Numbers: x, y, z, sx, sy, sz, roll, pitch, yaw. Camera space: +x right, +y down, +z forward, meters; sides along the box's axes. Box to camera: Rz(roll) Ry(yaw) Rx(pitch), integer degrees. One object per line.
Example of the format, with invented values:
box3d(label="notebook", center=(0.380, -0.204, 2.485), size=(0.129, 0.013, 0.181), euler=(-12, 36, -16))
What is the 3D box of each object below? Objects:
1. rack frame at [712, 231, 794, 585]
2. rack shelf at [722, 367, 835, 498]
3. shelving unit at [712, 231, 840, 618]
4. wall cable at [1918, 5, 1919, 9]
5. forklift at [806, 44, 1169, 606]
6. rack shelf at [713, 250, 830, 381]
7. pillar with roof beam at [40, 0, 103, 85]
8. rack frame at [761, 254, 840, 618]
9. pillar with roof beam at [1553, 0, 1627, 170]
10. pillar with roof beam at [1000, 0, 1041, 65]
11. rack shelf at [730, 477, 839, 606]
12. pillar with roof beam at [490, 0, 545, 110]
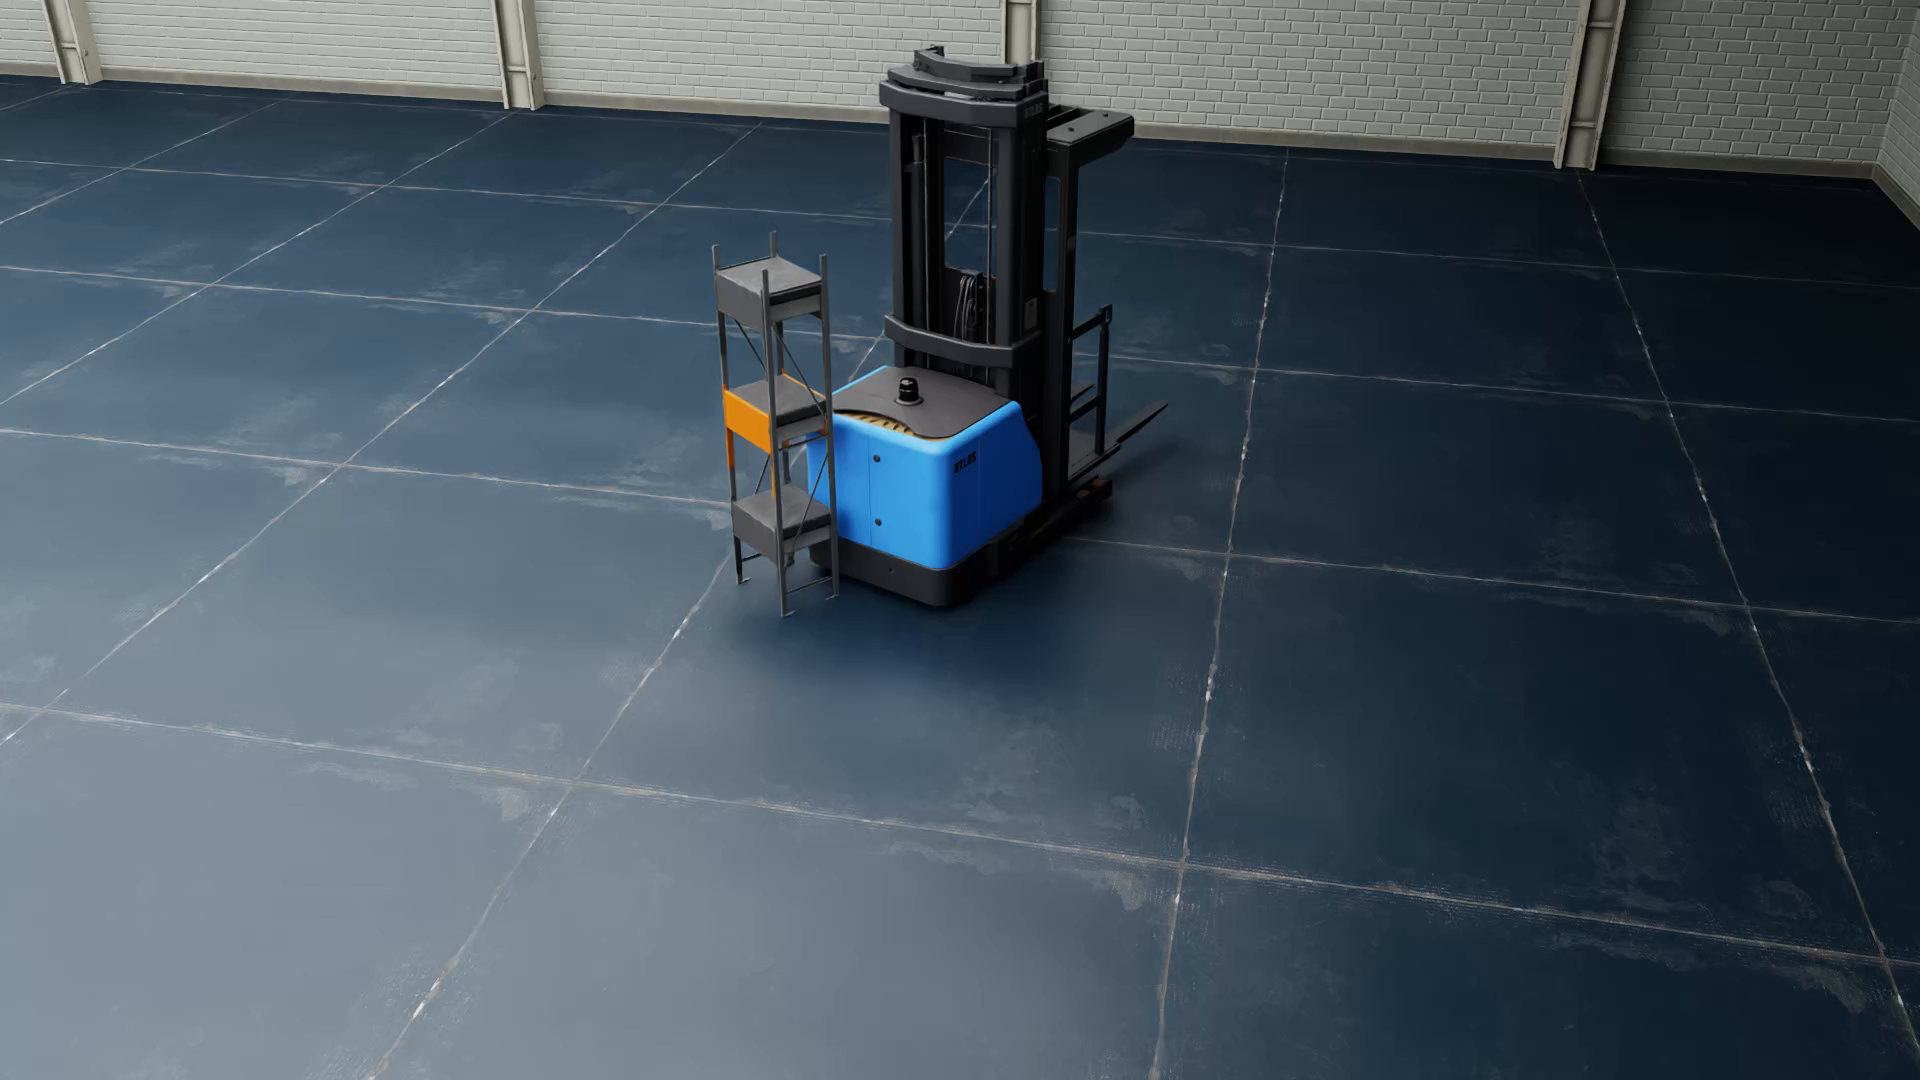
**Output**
box3d(label="rack frame", center=(-1.171, -0.715, 9.531), size=(0.400, 2.100, 0.015), euler=(-21, 35, -33))
box3d(label="rack shelf", center=(-1.020, -0.611, 9.370), size=(0.431, 0.518, 0.480), euler=(-21, 35, -33))
box3d(label="shelving unit", center=(-1.020, -0.623, 9.363), size=(0.431, 2.100, 0.503), euler=(-21, 35, -33))
box3d(label="wall cable", center=(9.138, -5.656, 14.607), size=(0.112, 2.526, 3.097), euler=(6, 29, 11))
box3d(label="forklift", center=(0.339, -1.561, 10.212), size=(1.130, 2.935, 3.031), euler=(18, 34, 30))
box3d(label="rack shelf", center=(-1.019, -1.225, 9.033), size=(0.431, 0.518, 0.480), euler=(-21, 35, -33))
box3d(label="pillar with roof beam", center=(-11.969, -7.718, 15.139), size=(0.400, 9.000, 9.100), euler=(6, 29, 11))
box3d(label="rack frame", center=(-0.869, -0.531, 9.195), size=(0.400, 2.100, 0.015), euler=(-21, 35, -33))
box3d(label="pillar with roof beam", center=(5.634, -5.913, 11.842), size=(0.400, 9.000, 9.100), euler=(6, 29, 11))
box3d(label="pillar with roof beam", center=(-0.233, -6.515, 12.941), size=(0.400, 9.000, 9.100), euler=(6, 29, 11))
box3d(label="rack shelf", center=(-1.021, 0.003, 9.706), size=(0.431, 0.518, 0.480), euler=(-21, 35, -33))
box3d(label="pillar with roof beam", center=(-6.101, -7.116, 14.040), size=(0.400, 9.000, 9.100), euler=(6, 29, 11))
